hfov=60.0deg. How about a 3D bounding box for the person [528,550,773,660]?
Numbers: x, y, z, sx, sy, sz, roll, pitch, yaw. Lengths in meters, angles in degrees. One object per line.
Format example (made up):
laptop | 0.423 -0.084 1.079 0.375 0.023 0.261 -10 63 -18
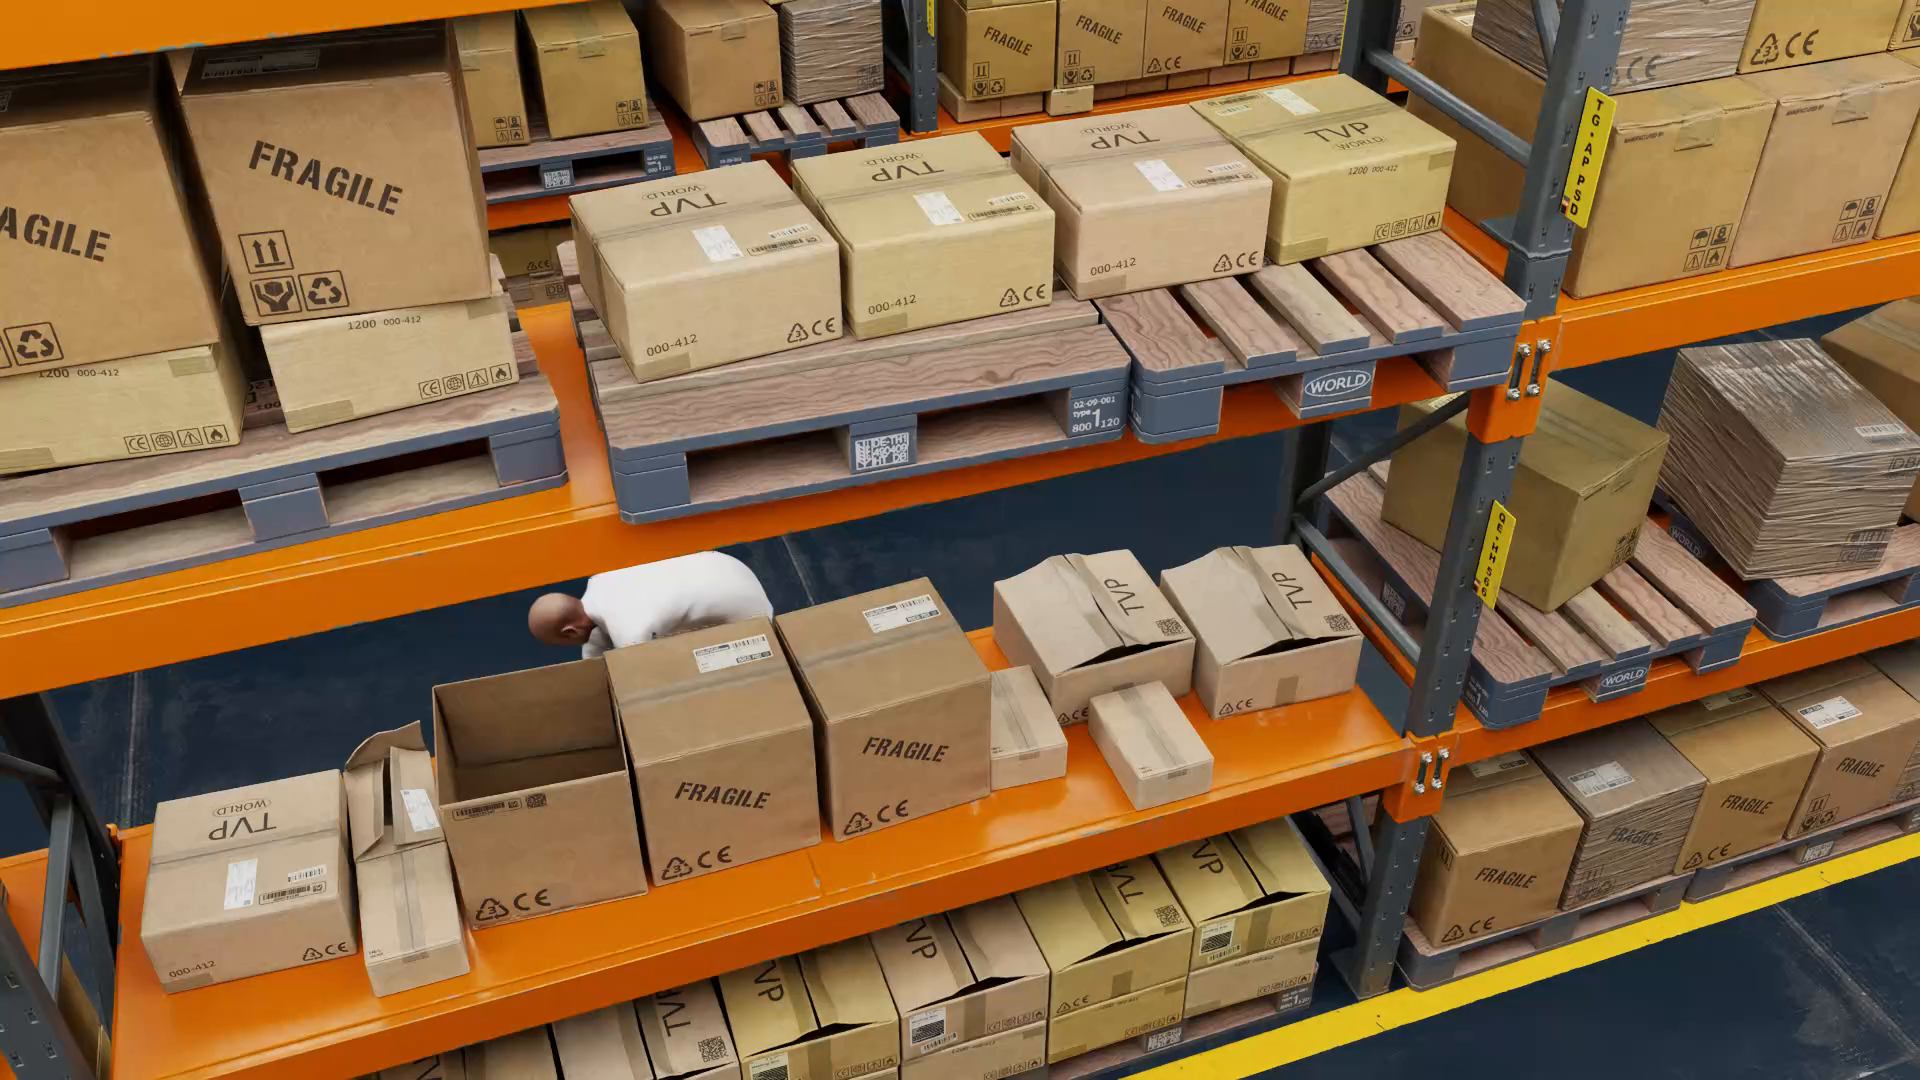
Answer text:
person | -1.203 0.536 6.695 0.942 1.048 0.593 -14 40 -18
